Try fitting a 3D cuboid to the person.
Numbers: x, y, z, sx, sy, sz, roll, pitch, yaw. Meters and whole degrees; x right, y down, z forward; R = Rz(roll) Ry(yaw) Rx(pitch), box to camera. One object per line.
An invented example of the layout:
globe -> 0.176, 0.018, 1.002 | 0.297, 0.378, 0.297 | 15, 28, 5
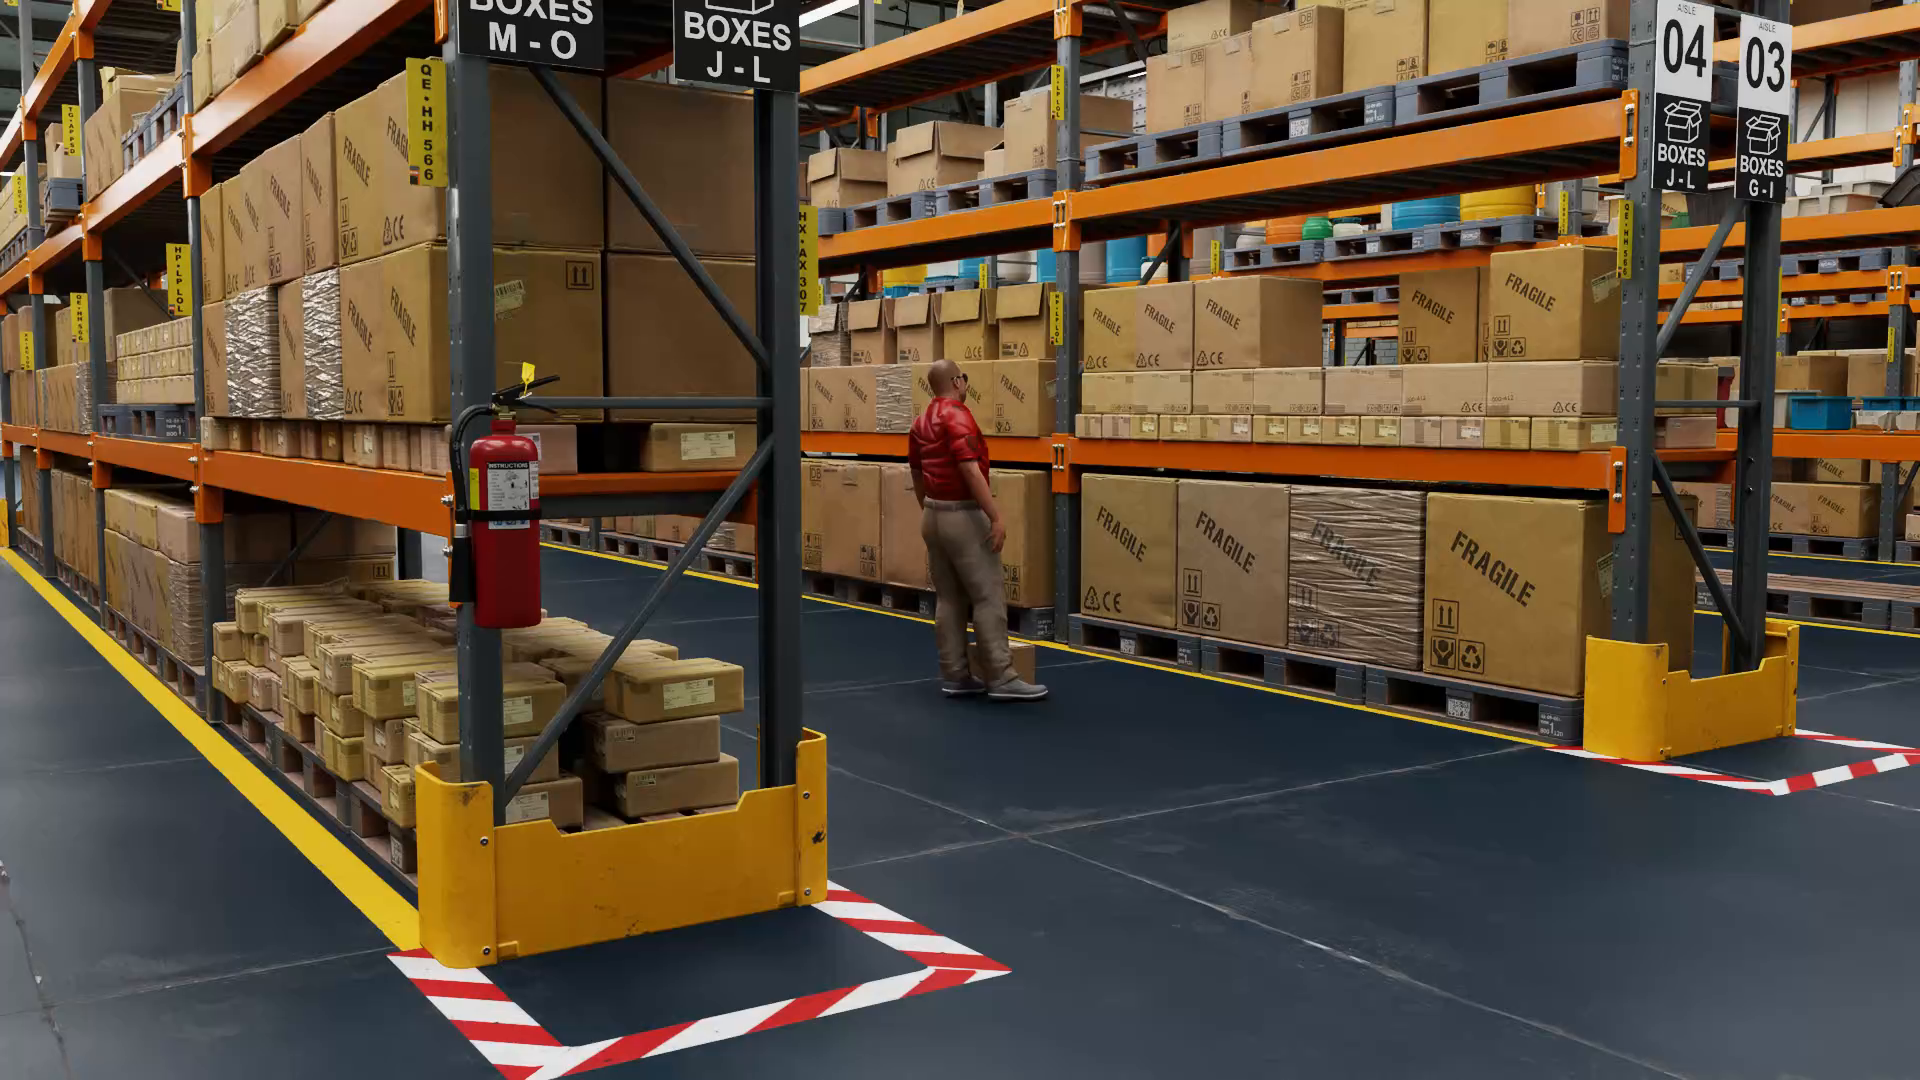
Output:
person -> 0.072, -0.061, 8.560 | 0.550, 1.728, 0.642 | -3, 6, -34
